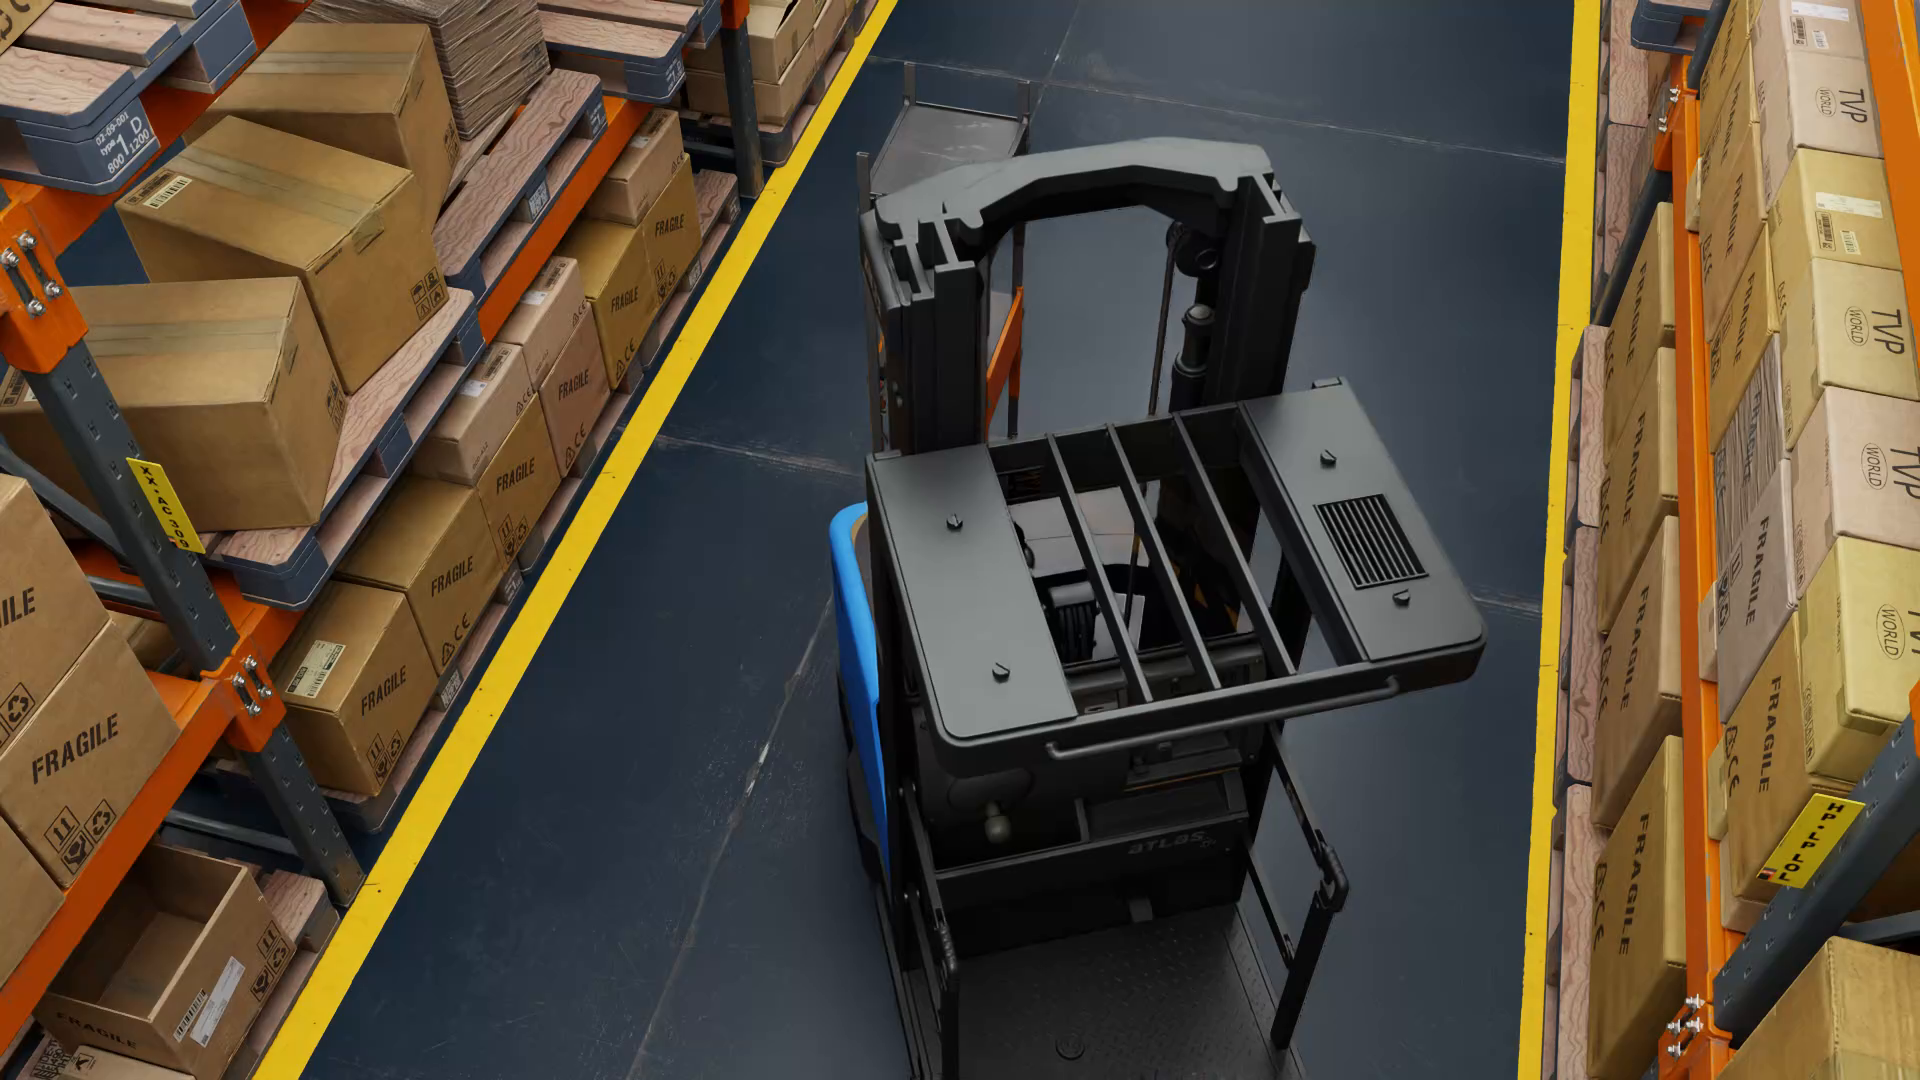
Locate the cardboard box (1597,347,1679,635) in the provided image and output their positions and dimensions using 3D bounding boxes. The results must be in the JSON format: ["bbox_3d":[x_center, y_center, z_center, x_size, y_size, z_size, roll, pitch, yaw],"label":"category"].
[{"bbox_3d":[2.762,-0.106,5.915,0.750,0.750,0.750,11,50,10],"label":"cardboard box"}]

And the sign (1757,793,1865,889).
[{"bbox_3d":[1.740,0.620,3.402,0.100,0.325,0.005,12,50,10],"label":"sign"}]

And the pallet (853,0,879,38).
[{"bbox_3d":[-0.884,-3.336,9.473,1.003,0.211,1.213,12,50,10],"label":"pallet"}]

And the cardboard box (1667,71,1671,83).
[{"bbox_3d":[3.706,-2.016,7.821,0.700,0.500,0.500,11,50,10],"label":"cardboard box"}]

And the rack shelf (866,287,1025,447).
[{"bbox_3d":[-0.044,-0.566,5.786,0.431,0.518,0.480,12,50,10],"label":"rack shelf"}]

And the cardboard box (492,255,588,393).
[{"bbox_3d":[-1.757,-0.853,6.295,0.500,0.250,0.500,11,49,9],"label":"cardboard box"}]

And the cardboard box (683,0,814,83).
[{"bbox_3d":[-1.040,-2.527,8.078,0.500,0.311,0.500,13,50,11],"label":"cardboard box"}]

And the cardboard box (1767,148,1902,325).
[{"bbox_3d":[2.554,-0.804,4.599,0.500,0.250,0.500,11,49,9],"label":"cardboard box"}]

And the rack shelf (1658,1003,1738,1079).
[{"bbox_3d":[1.739,2.761,2.711,1.077,0.370,4.000,12,50,10],"label":"rack shelf"}]

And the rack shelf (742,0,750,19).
[{"bbox_3d":[-0.935,-4.000,8.678,1.077,0.370,4.000,12,50,10],"label":"rack shelf"}]

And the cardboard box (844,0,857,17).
[{"bbox_3d":[-0.778,-3.083,8.943,0.500,0.250,0.500,10,49,9],"label":"cardboard box"}]

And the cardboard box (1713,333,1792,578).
[{"bbox_3d":[2.409,-0.178,4.547,0.500,0.500,0.500,12,50,10],"label":"cardboard box"}]

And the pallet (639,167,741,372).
[{"bbox_3d":[-1.694,-1.336,7.707,1.003,0.211,1.213,12,50,10],"label":"pallet"}]

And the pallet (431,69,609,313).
[{"bbox_3d":[-1.969,-1.320,5.962,1.003,0.211,1.213,12,50,10],"label":"pallet"}]

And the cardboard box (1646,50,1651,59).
[{"bbox_3d":[3.933,-2.748,8.467,0.700,0.500,0.500,12,50,10],"label":"cardboard box"}]

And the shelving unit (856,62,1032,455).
[{"bbox_3d":[-0.044,-0.575,5.776,0.431,2.100,0.503,12,50,10],"label":"shelving unit"}]

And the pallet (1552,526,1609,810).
[{"bbox_3d":[2.715,0.541,6.051,1.003,0.211,1.213,12,50,10],"label":"pallet"}]

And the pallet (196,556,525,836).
[{"bbox_3d":[-2.337,0.429,6.150,1.003,0.211,1.213,12,50,10],"label":"pallet"}]

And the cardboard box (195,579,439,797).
[{"bbox_3d":[-2.152,0.481,5.617,0.500,0.500,0.500,10,49,8],"label":"cardboard box"}]

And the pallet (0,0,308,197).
[{"bbox_3d":[-2.275,-1.287,3.928,1.213,0.211,1.003,12,50,10],"label":"pallet"}]

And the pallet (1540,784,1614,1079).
[{"bbox_3d":[2.396,1.426,5.269,1.003,0.211,1.213,12,50,10],"label":"pallet"}]

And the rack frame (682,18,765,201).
[{"bbox_3d":[-1.461,-2.792,7.132,1.000,3.000,0.127,12,50,10],"label":"rack frame"}]

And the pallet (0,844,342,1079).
[{"bbox_3d":[-2.696,1.521,5.186,1.003,0.211,1.213,12,50,10],"label":"pallet"}]

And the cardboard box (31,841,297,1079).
[{"bbox_3d":[-2.390,1.251,4.938,0.500,0.500,0.500,12,50,10],"label":"cardboard box"}]

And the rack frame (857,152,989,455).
[{"bbox_3d":[-0.108,-0.399,5.620,0.400,2.100,0.015,12,50,10],"label":"rack frame"}]

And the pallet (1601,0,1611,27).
[{"bbox_3d":[4.168,-3.224,9.373,1.003,0.211,1.213,12,50,10],"label":"pallet"}]

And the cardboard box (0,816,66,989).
[{"bbox_3d":[-2.533,0.854,3.848,0.500,0.500,0.500,13,50,11],"label":"cardboard box"}]

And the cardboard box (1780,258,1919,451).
[{"bbox_3d":[2.420,-0.435,4.273,0.500,0.250,0.500,12,50,11],"label":"cardboard box"}]

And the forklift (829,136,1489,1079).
[{"bbox_3d":[0.394,0.632,4.156,1.130,2.935,3.031,-10,49,-9],"label":"forklift"}]

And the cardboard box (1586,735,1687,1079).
[{"bbox_3d":[2.311,1.153,4.804,0.750,0.750,0.750,12,50,10],"label":"cardboard box"}]

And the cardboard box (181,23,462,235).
[{"bbox_3d":[-2.109,-1.360,5.522,0.700,0.500,0.500,0,49,0],"label":"cardboard box"}]

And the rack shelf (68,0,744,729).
[{"bbox_3d":[-1.988,-1.107,6.125,1.077,0.370,4.000,12,50,10],"label":"rack shelf"}]

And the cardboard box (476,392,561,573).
[{"bbox_3d":[-1.883,-0.267,6.277,0.500,0.500,0.500,12,50,10],"label":"cardboard box"}]

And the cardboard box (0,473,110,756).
[{"bbox_3d":[-2.398,0.155,3.798,0.500,0.500,0.500,12,50,10],"label":"cardboard box"}]

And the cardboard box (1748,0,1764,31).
[{"bbox_3d":[2.943,-1.905,5.571,0.500,0.250,0.500,13,50,11],"label":"cardboard box"}]

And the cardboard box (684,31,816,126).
[{"bbox_3d":[-1.040,-2.342,8.289,0.500,0.250,0.500,11,50,10],"label":"cardboard box"}]

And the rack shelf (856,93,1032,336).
[{"bbox_3d":[-0.044,-1.029,5.261,0.431,0.518,0.480,12,50,10],"label":"rack shelf"}]

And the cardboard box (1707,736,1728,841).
[{"bbox_3d":[2.125,0.665,4.235,0.380,0.149,0.250,12,50,11],"label":"cardboard box"}]

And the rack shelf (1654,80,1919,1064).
[{"bbox_3d":[2.792,-0.132,5.265,1.077,0.370,4.000,12,50,10],"label":"rack shelf"}]

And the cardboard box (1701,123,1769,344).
[{"bbox_3d":[2.665,-0.918,5.200,0.500,0.500,0.500,11,50,10],"label":"cardboard box"}]

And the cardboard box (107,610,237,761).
[{"bbox_3d":[-2.661,0.370,5.716,0.500,0.500,0.500,11,50,10],"label":"cardboard box"}]

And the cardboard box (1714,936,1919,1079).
[{"bbox_3d":[2.107,1.366,3.262,0.980,0.700,0.700,12,50,11],"label":"cardboard box"}]

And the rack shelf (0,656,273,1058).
[{"bbox_3d":[-3.041,1.786,3.571,1.077,0.370,4.000,12,50,10],"label":"rack shelf"}]

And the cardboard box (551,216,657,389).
[{"bbox_3d":[-1.618,-1.013,6.936,0.500,0.500,0.500,10,49,9],"label":"cardboard box"}]

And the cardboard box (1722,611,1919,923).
[{"bbox_3d":[2.144,0.555,3.900,0.500,0.500,0.500,11,49,9],"label":"cardboard box"}]

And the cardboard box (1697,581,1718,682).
[{"bbox_3d":[2.250,0.284,4.572,0.380,0.149,0.250,12,50,10],"label":"cardboard box"}]

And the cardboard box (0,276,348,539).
[{"bbox_3d":[-2.174,-0.369,4.647,0.700,0.500,0.500,-3,49,-3],"label":"cardboard box"}]

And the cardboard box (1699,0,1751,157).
[{"bbox_3d":[2.944,-1.654,5.850,0.500,0.500,0.500,13,50,11],"label":"cardboard box"}]
